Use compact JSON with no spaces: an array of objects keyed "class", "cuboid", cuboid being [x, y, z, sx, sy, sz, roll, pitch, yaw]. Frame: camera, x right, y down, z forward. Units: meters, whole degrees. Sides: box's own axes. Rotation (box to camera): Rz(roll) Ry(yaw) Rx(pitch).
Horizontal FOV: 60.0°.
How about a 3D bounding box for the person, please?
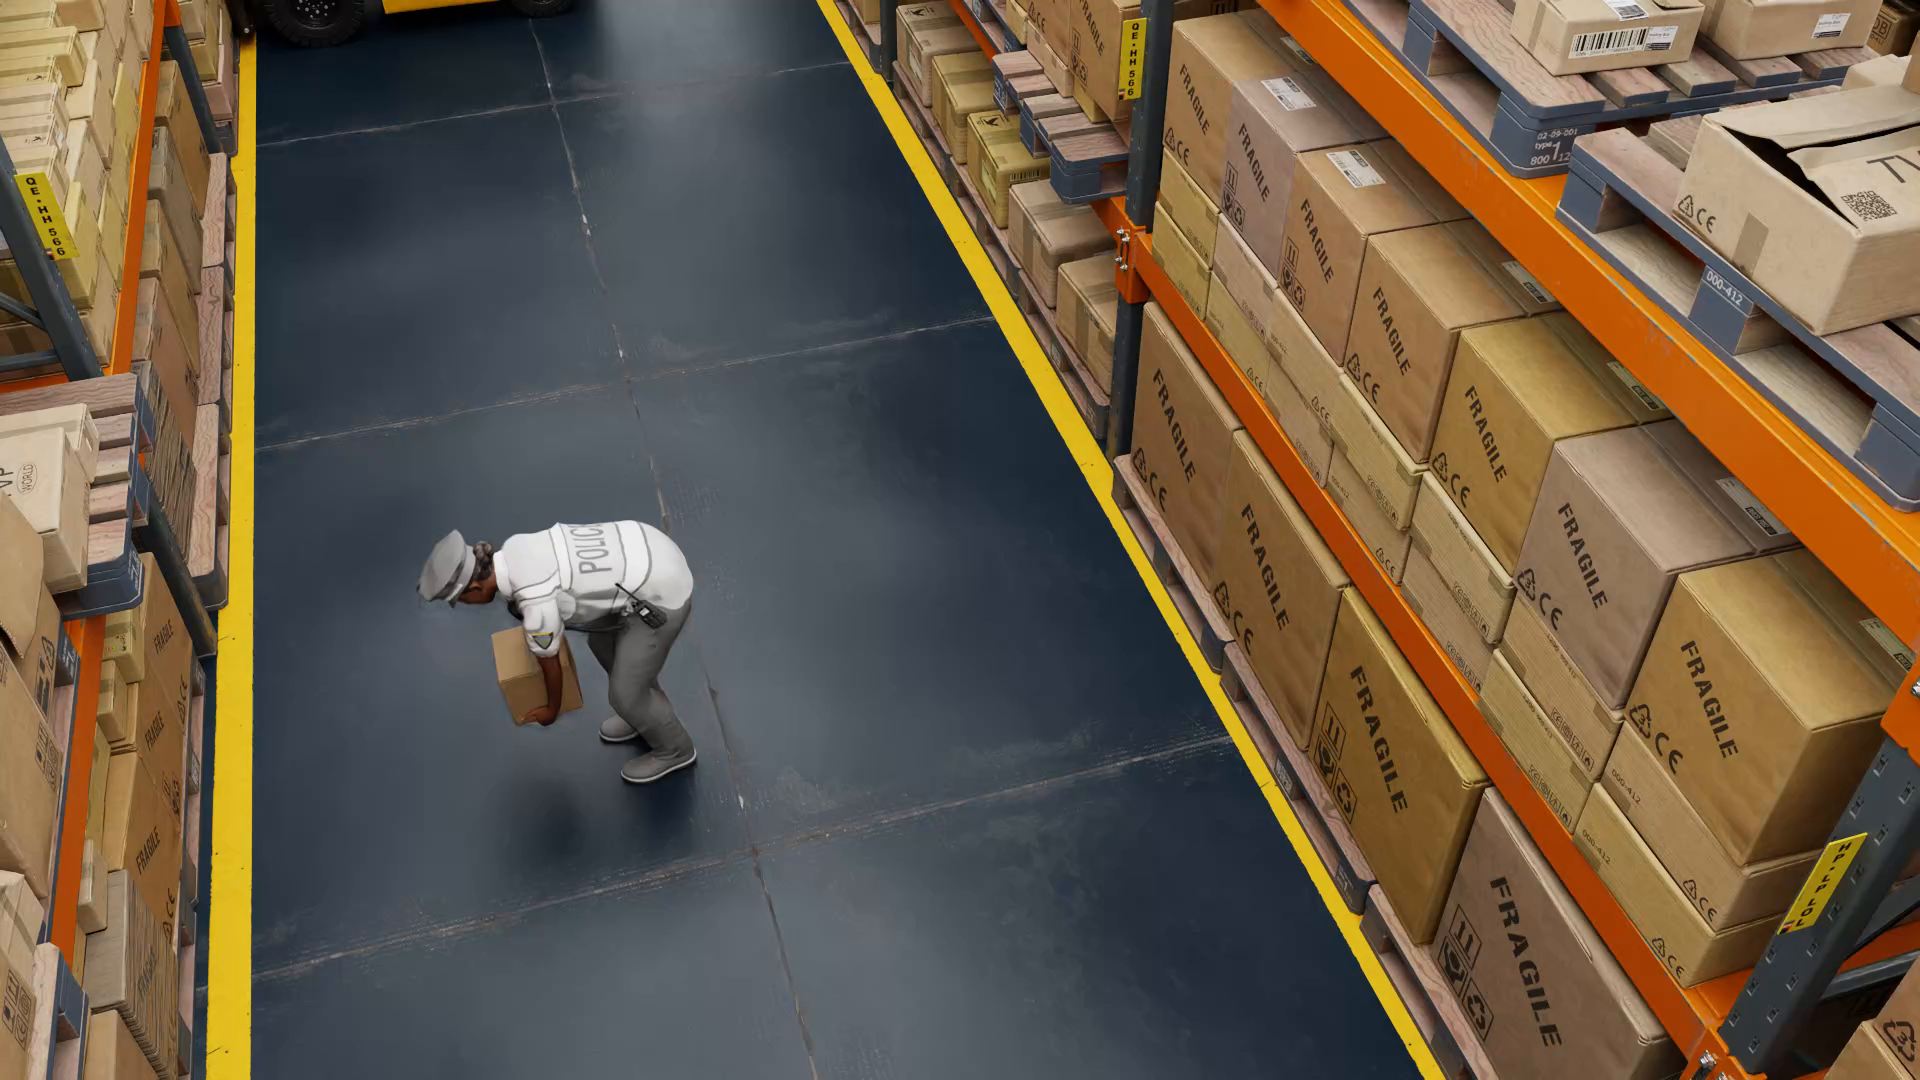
[{"class":"person","cuboid":[-1.406,0.402,6.047,0.917,1.230,0.412,-13,44,-14]}]
